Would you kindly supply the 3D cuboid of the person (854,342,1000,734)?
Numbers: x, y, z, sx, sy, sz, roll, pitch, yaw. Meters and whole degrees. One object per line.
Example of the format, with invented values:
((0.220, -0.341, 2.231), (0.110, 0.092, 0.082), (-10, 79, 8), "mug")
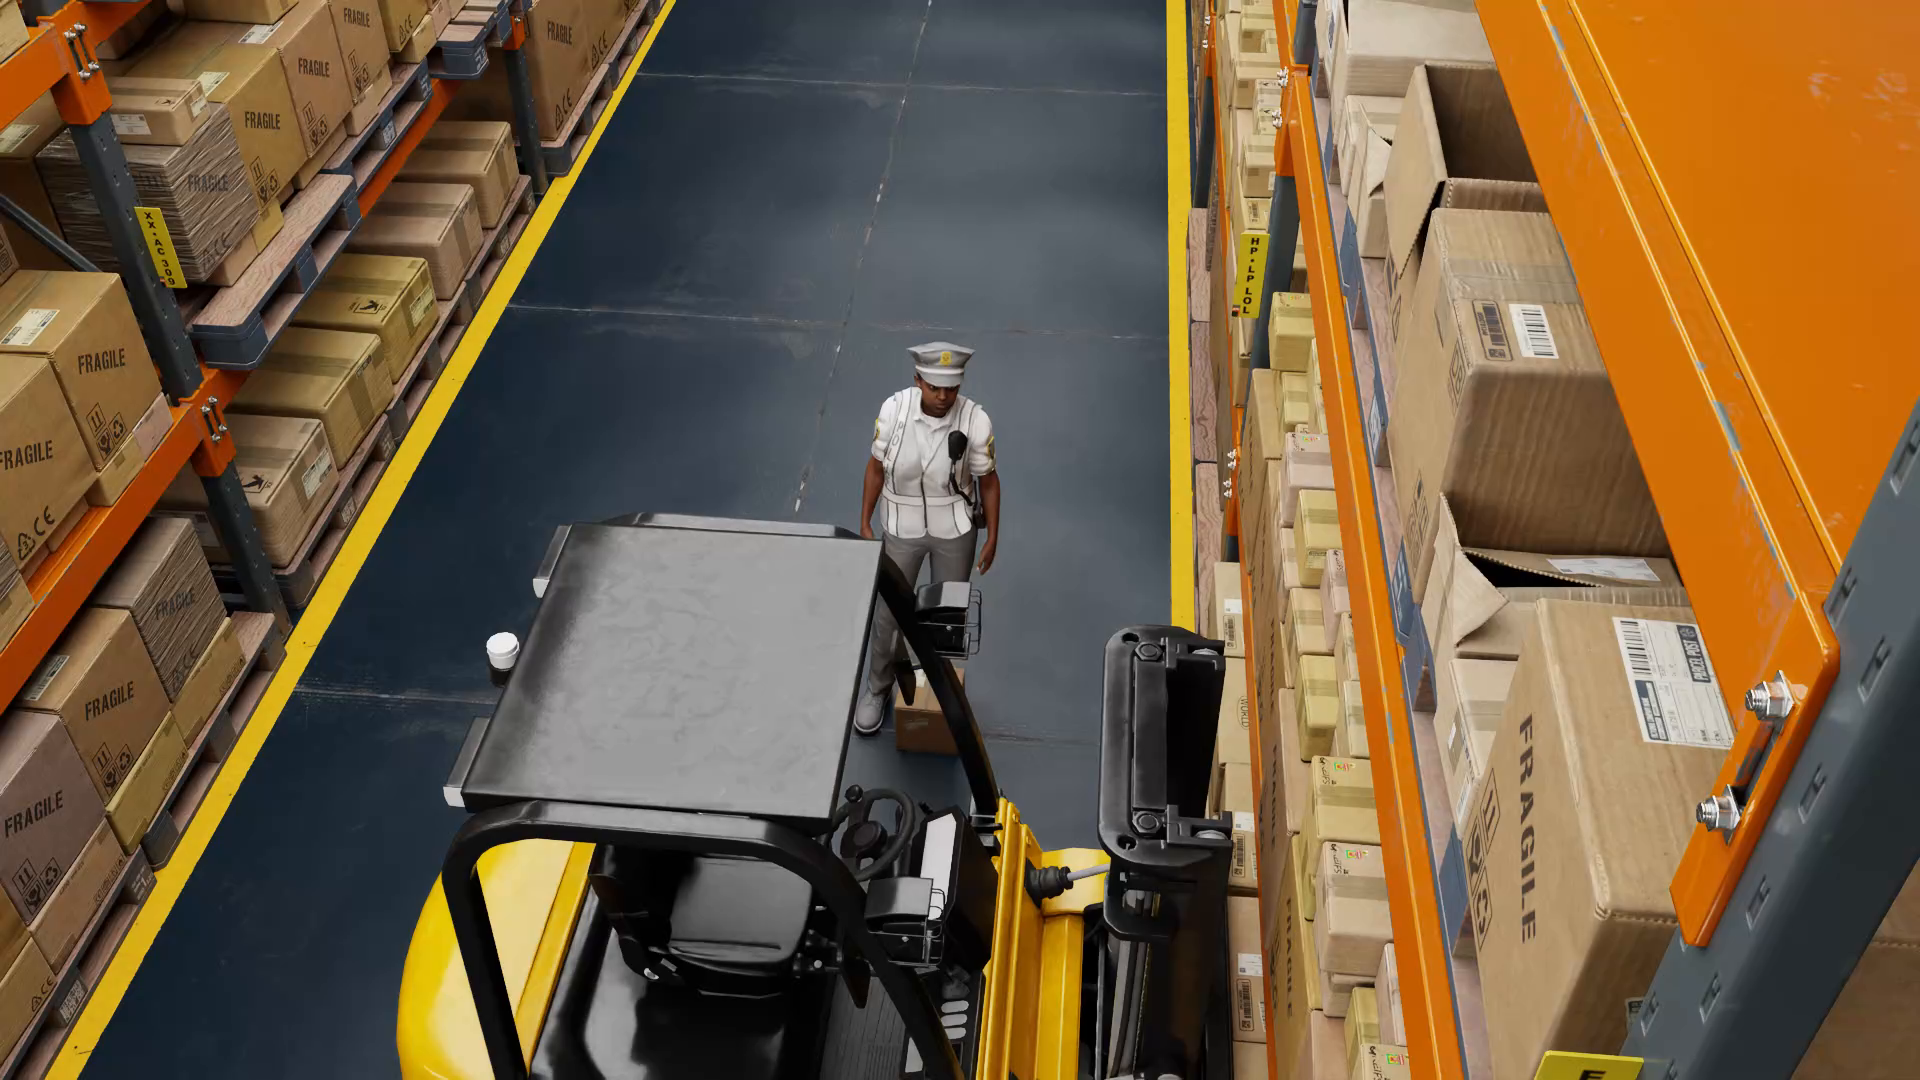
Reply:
((-0.137, -0.003, 6.415), (0.569, 1.692, 0.529), (3, 40, 4), "person")
